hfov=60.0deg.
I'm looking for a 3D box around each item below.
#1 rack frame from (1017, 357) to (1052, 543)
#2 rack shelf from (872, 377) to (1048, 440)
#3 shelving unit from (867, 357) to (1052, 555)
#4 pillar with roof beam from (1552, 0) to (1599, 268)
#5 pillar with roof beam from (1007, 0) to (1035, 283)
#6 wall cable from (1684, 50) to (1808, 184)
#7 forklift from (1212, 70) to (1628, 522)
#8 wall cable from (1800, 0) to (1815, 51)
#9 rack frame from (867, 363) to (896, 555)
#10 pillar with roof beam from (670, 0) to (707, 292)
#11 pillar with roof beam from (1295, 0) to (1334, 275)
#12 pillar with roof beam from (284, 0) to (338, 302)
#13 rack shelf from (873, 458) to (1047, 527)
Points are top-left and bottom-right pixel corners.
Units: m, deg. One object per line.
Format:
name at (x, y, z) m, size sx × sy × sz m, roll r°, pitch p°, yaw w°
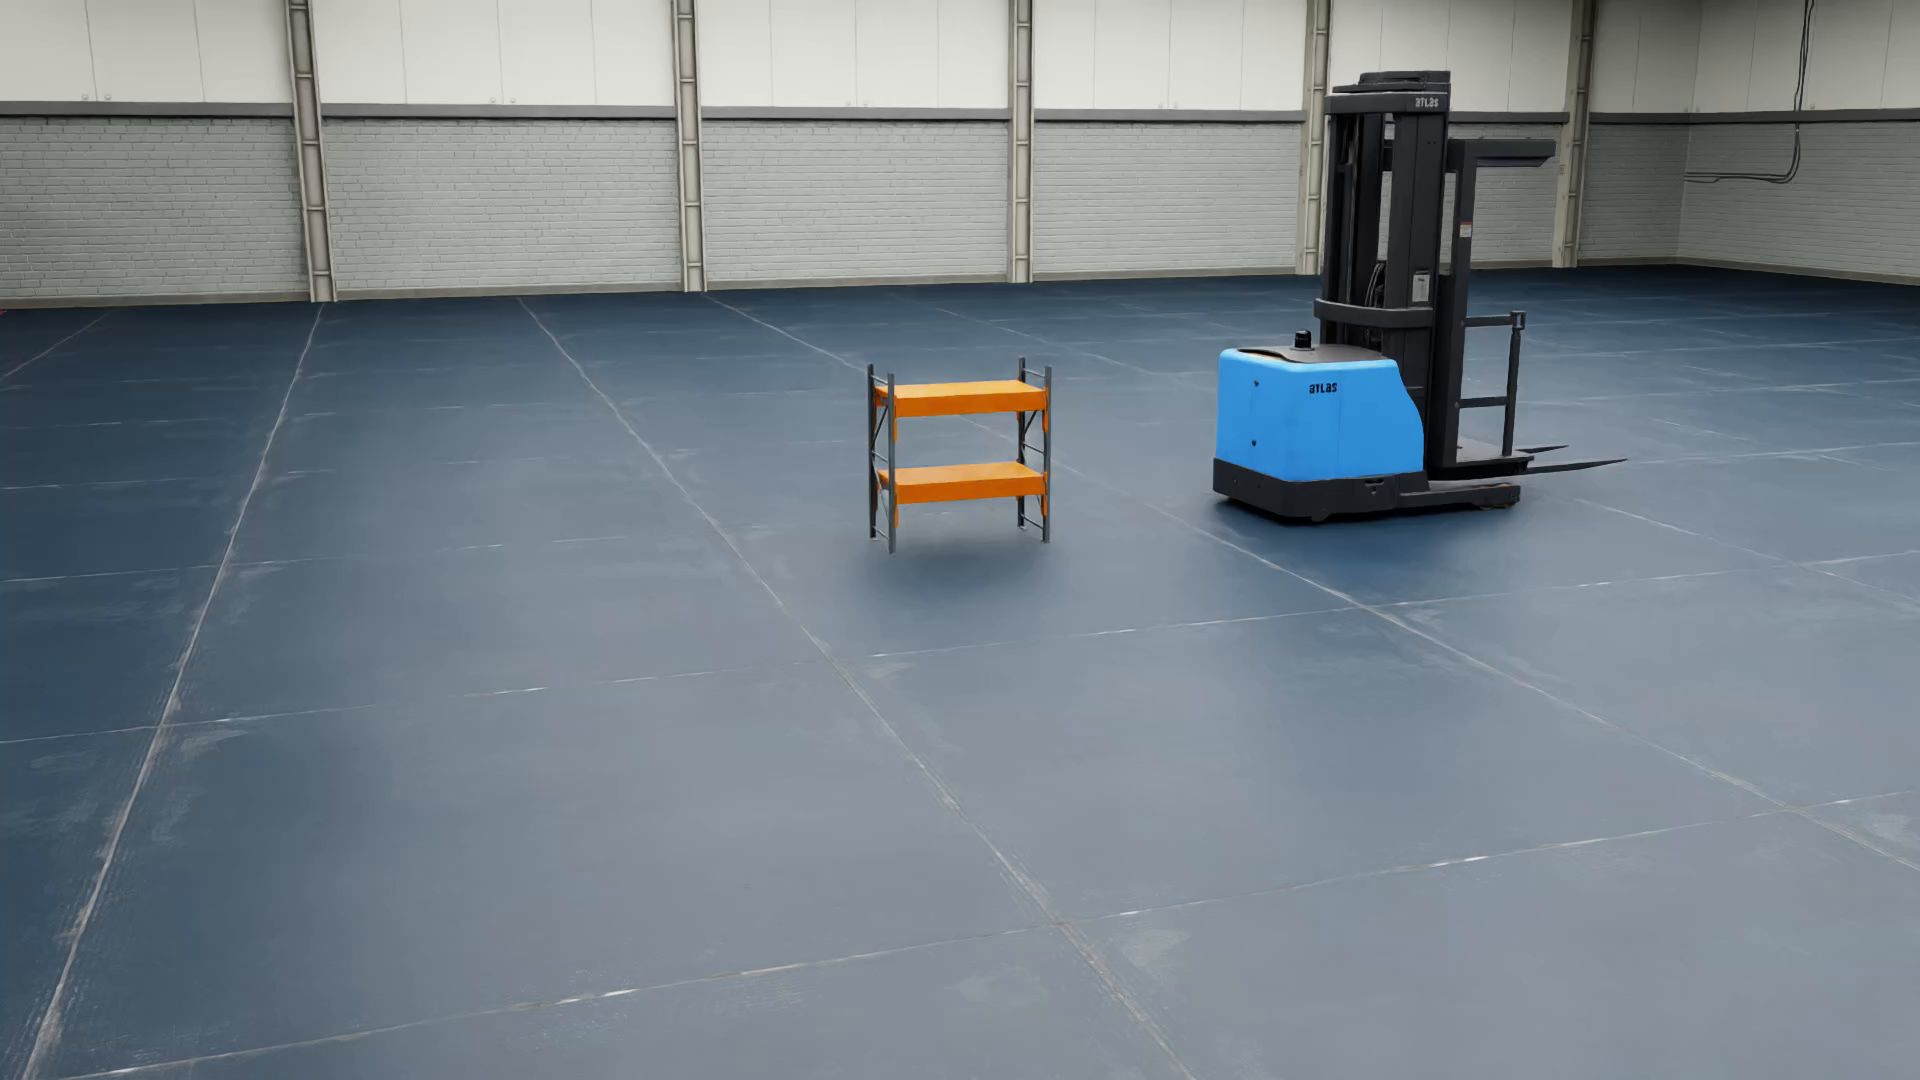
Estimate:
rack frame at (0.475, -0.584, 10.668) m, size 0.032 × 1.125 × 0.500 m, roll -4°, pitch 14°, yaw -18°
rack shelf at (-0.006, -0.831, 10.443) m, size 1.000 × 0.278 × 0.538 m, roll -4°, pitch 14°, yaw -18°
shelving unit at (-0.006, -0.547, 10.511) m, size 1.048 × 1.125 × 0.538 m, roll -4°, pitch 14°, yaw -18°
pillar with roof beam at (13.842, -9.069, 29.324) m, size 0.400 × 9.000 × 9.100 m, roll -4°, pitch 14°, yaw -18°
pillar with roof beam at (2.469, -8.183, 25.601) m, size 0.400 × 9.000 × 9.100 m, roll -4°, pitch 14°, yaw -18°
wall cable at (15.683, -8.430, 33.348) m, size 0.112 × 2.526 × 3.097 m, roll -4°, pitch 14°, yaw -18°
forklift at (3.363, -1.742, 11.633) m, size 3.031 × 2.935 × 1.130 m, roll -5°, pitch 14°, yaw -21°
wall cable at (16.546, -10.294, 30.269) m, size 0.112 × 2.526 × 3.097 m, roll -4°, pitch 14°, yaw -18°
rack frame at (-0.488, -0.509, 10.353) m, size 0.032 × 1.125 × 0.500 m, roll -4°, pitch 14°, yaw -18°
pillar with roof beam at (-3.218, -7.741, 23.739) m, size 0.400 × 9.000 × 9.100 m, roll -4°, pitch 14°, yaw -18°
pillar with roof beam at (8.155, -8.626, 27.462) m, size 0.400 × 9.000 × 9.100 m, roll -4°, pitch 14°, yaw -18°
pillar with roof beam at (-8.905, -7.298, 21.877) m, size 0.400 × 9.000 × 9.100 m, roll -4°, pitch 14°, yaw -18°
rack shelf at (-0.006, -0.309, 10.567) m, size 1.000 × 0.278 × 0.538 m, roll -4°, pitch 14°, yaw -18°
